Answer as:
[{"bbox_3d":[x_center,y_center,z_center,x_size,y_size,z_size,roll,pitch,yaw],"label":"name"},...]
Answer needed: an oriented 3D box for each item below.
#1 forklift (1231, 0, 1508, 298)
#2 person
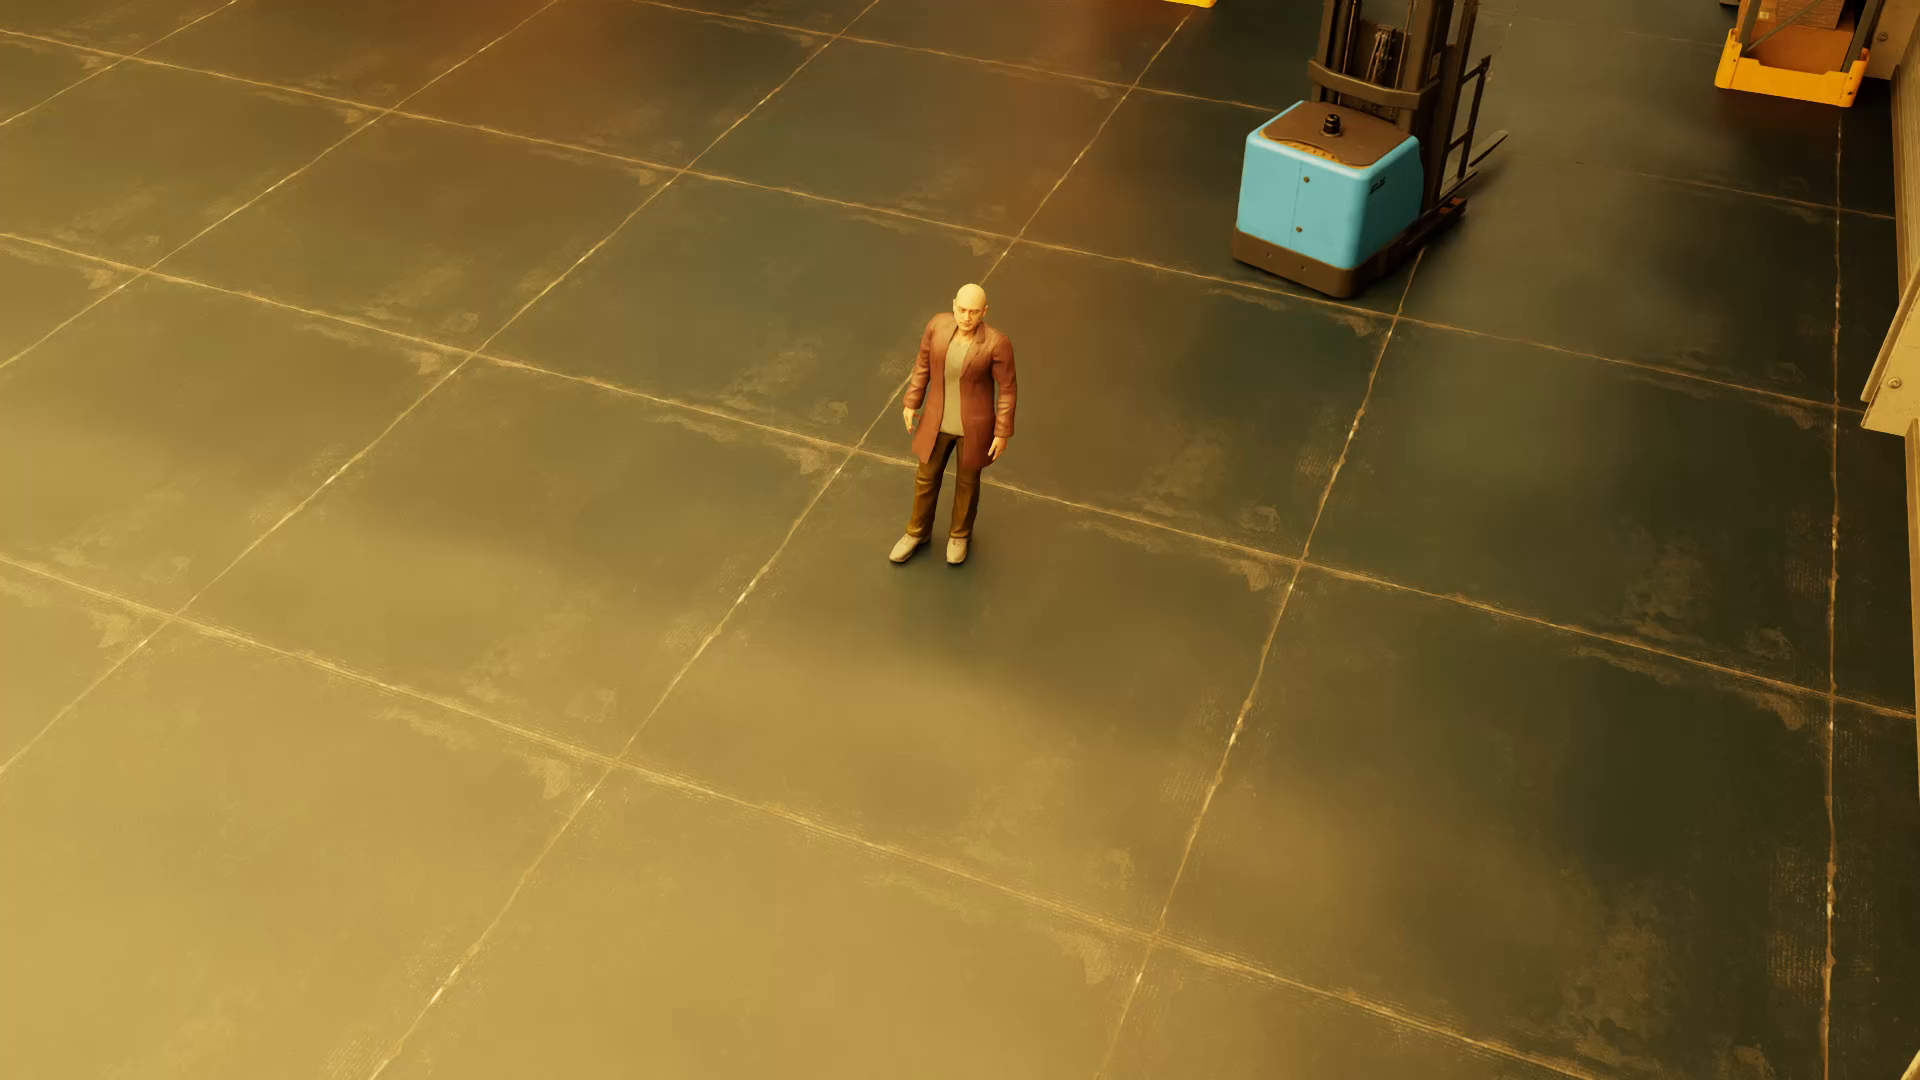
[{"bbox_3d":[3.415,-3.795,12.540,1.130,2.935,3.031,28,47,29],"label":"forklift"},{"bbox_3d":[-0.039,-0.635,9.652,0.696,1.776,0.582,15,42,17],"label":"person"}]
